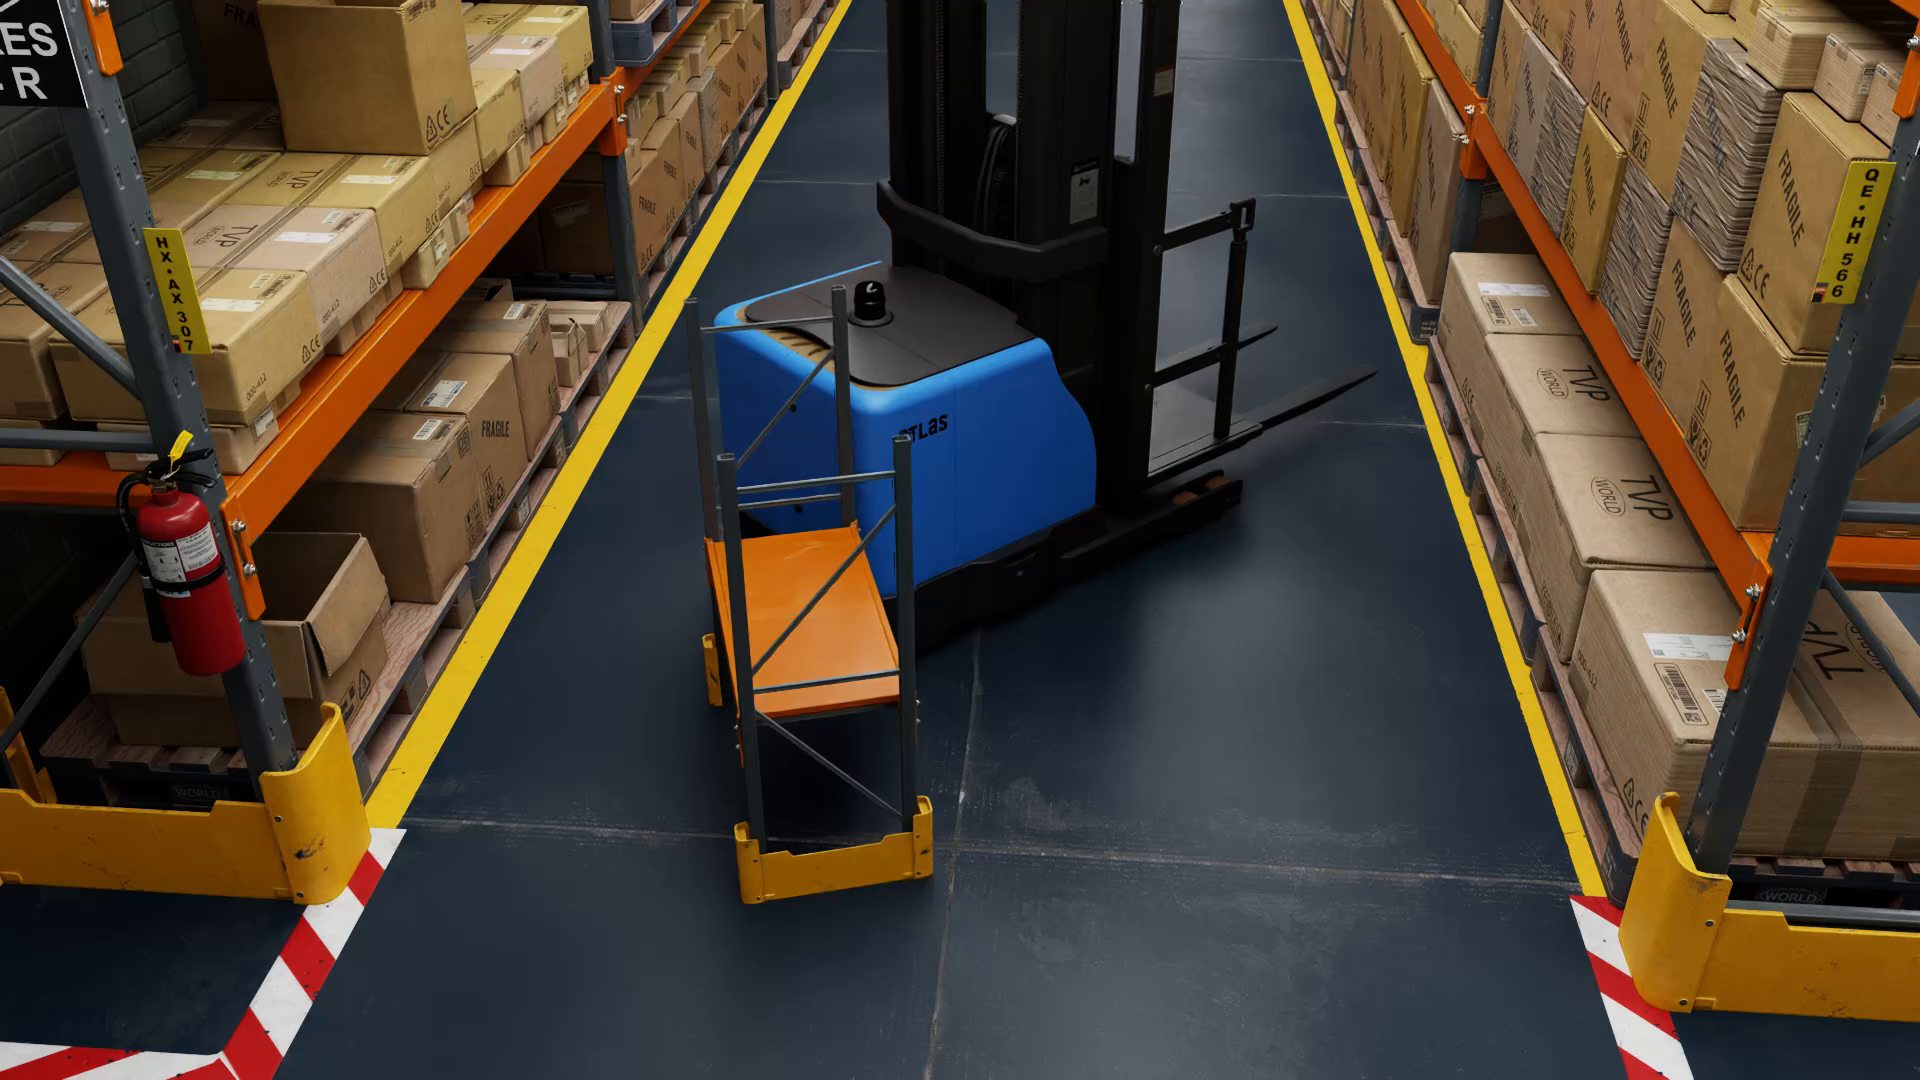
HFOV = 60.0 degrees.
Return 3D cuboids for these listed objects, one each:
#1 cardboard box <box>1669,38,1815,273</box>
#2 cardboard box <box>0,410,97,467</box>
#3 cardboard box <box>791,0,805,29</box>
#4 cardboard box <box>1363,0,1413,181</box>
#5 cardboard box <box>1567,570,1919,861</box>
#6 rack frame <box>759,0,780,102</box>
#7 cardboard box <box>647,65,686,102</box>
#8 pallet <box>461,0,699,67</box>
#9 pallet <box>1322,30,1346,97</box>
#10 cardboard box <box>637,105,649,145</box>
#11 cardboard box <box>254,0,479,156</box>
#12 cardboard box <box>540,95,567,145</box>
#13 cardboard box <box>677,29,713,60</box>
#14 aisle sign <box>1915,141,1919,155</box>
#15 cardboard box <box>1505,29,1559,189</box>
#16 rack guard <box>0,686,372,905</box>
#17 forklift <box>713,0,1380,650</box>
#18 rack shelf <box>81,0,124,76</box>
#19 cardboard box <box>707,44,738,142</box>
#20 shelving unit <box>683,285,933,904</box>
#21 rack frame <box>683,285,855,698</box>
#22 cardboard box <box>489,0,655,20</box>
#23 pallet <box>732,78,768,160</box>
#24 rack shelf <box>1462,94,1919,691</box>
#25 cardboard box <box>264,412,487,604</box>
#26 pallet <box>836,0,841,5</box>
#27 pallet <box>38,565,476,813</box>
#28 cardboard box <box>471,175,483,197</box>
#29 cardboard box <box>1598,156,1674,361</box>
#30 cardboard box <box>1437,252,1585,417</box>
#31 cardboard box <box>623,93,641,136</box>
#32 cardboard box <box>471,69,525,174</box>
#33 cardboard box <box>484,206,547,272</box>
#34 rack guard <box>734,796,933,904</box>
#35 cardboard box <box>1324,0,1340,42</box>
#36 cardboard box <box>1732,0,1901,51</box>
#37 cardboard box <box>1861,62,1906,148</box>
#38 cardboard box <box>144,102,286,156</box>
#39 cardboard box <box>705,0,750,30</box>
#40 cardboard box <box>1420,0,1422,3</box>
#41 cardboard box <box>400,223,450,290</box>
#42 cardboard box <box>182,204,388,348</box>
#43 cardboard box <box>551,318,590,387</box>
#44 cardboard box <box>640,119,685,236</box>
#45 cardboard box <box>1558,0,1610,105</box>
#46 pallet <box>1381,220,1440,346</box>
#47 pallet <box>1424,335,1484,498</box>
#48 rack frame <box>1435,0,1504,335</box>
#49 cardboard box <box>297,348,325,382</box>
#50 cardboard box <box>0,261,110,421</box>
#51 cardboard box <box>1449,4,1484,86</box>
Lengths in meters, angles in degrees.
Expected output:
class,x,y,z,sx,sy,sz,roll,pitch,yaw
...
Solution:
class,x,y,z,sx,sy,sz,roll,pitch,yaw
cardboard box,2.318,-1.052,4.549,0.500,0.500,0.500,3,32,4
cardboard box,-2.686,-0.334,4.673,0.380,0.149,0.250,2,32,3
cardboard box,-1.684,-4.275,12.691,0.875,0.625,0.625,3,32,6
cardboard box,2.938,-2.680,9.865,0.875,0.875,0.875,3,32,5
cardboard box,2.456,0.516,5.095,0.875,0.438,0.875,1,32,2
rack frame,-1.794,-4.440,11.095,1.000,3.000,0.127,2,32,4
cardboard box,-1.781,-2.601,9.475,0.380,0.149,0.250,4,32,6
pallet,-1.946,-2.680,8.422,1.003,0.211,1.213,2,32,4
pallet,3.219,-3.451,12.149,1.003,0.211,1.213,2,32,4
cardboard box,-1.870,-2.198,8.822,0.380,0.149,0.250,1,32,1
cardboard box,-2.018,-1.649,5.711,0.500,0.500,0.500,3,32,5
cardboard box,-1.890,-1.790,7.035,0.380,0.149,0.250,3,32,5
cardboard box,-1.725,-3.015,10.147,0.380,0.149,0.250,2,32,3
aisle sign,2.188,-1.129,3.245,0.394,0.787,0.004,2,32,4
cardboard box,2.484,-1.684,6.528,0.500,0.500,0.500,3,32,4
rack guard,-2.439,0.768,5.028,1.175,0.500,0.348,2,32,4
forklift,0.541,-1.471,6.344,3.031,2.935,1.130,-23,39,-33
rack shelf,-2.282,-2.273,5.406,1.077,0.370,4.000,2,32,4
cardboard box,-1.705,-2.789,10.399,0.500,0.500,0.500,4,32,6
shelving unit,-0.485,0.145,5.086,0.587,1.500,1.083,-7,32,-11
rack frame,-0.600,-0.120,5.515,0.500,1.500,0.032,-7,32,-11
cardboard box,-1.857,-2.813,7.960,0.700,0.500,0.500,3,32,5
pallet,-1.892,-2.864,11.196,1.003,0.211,1.213,2,32,4
rack shelf,2.665,-0.786,5.852,1.077,0.370,4.000,2,32,4
cardboard box,-2.192,-0.132,6.088,0.700,0.500,0.500,4,32,6
pallet,-1.489,-4.957,14.593,1.003,0.211,1.213,2,32,4
pallet,-2.375,0.474,5.780,1.003,0.211,1.213,2,32,4
cardboard box,-2.064,-1.389,6.384,0.380,0.149,0.250,3,32,5
cardboard box,2.366,-0.884,5.230,0.500,0.500,0.500,3,32,5
cardboard box,2.670,-0.902,7.397,0.875,0.438,0.875,2,32,3
cardboard box,-1.852,-2.180,8.508,0.380,0.149,0.250,1,32,2
cardboard box,-1.998,-1.611,6.365,0.500,0.250,0.500,2,32,4
cardboard box,-2.374,-1.732,8.684,0.500,0.500,0.500,2,32,4
rack guard,-0.374,0.932,5.000,0.587,0.250,0.087,-7,32,-11
cardboard box,3.262,-3.971,12.439,0.950,0.372,0.625,2,32,3
cardboard box,2.327,-1.389,4.479,0.380,0.149,0.250,3,32,5
cardboard box,2.332,-0.987,3.826,0.380,0.149,0.250,3,32,5
cardboard box,-2.541,-1.373,5.978,0.500,0.250,0.500,2,32,4
cardboard box,-1.573,-3.417,10.800,0.380,0.149,0.250,1,32,1
cardboard box,2.754,-3.119,9.095,0.500,0.250,0.500,2,32,4
cardboard box,-1.990,-0.981,5.723,0.380,0.149,0.250,2,32,3
cardboard box,-2.099,-0.809,5.063,0.500,0.250,0.500,3,32,5
cardboard box,-1.901,-0.873,7.512,0.396,0.266,0.258,4,32,6
cardboard box,-1.822,-1.985,9.094,0.500,0.500,0.500,2,32,3
cardboard box,2.448,-1.836,5.823,0.500,0.500,0.500,3,32,5
pallet,2.816,-1.358,8.752,1.003,0.211,1.213,2,32,4
pallet,2.688,-0.557,7.452,1.003,0.211,1.213,2,32,4
rack frame,2.828,-2.138,7.360,1.000,3.000,0.127,2,32,4
cardboard box,-2.184,-0.584,5.078,0.380,0.149,0.250,2,32,3
cardboard box,-2.672,-0.571,4.677,0.500,0.250,0.500,3,32,5
cardboard box,2.613,-2.320,7.798,0.500,0.250,0.500,2,32,3
